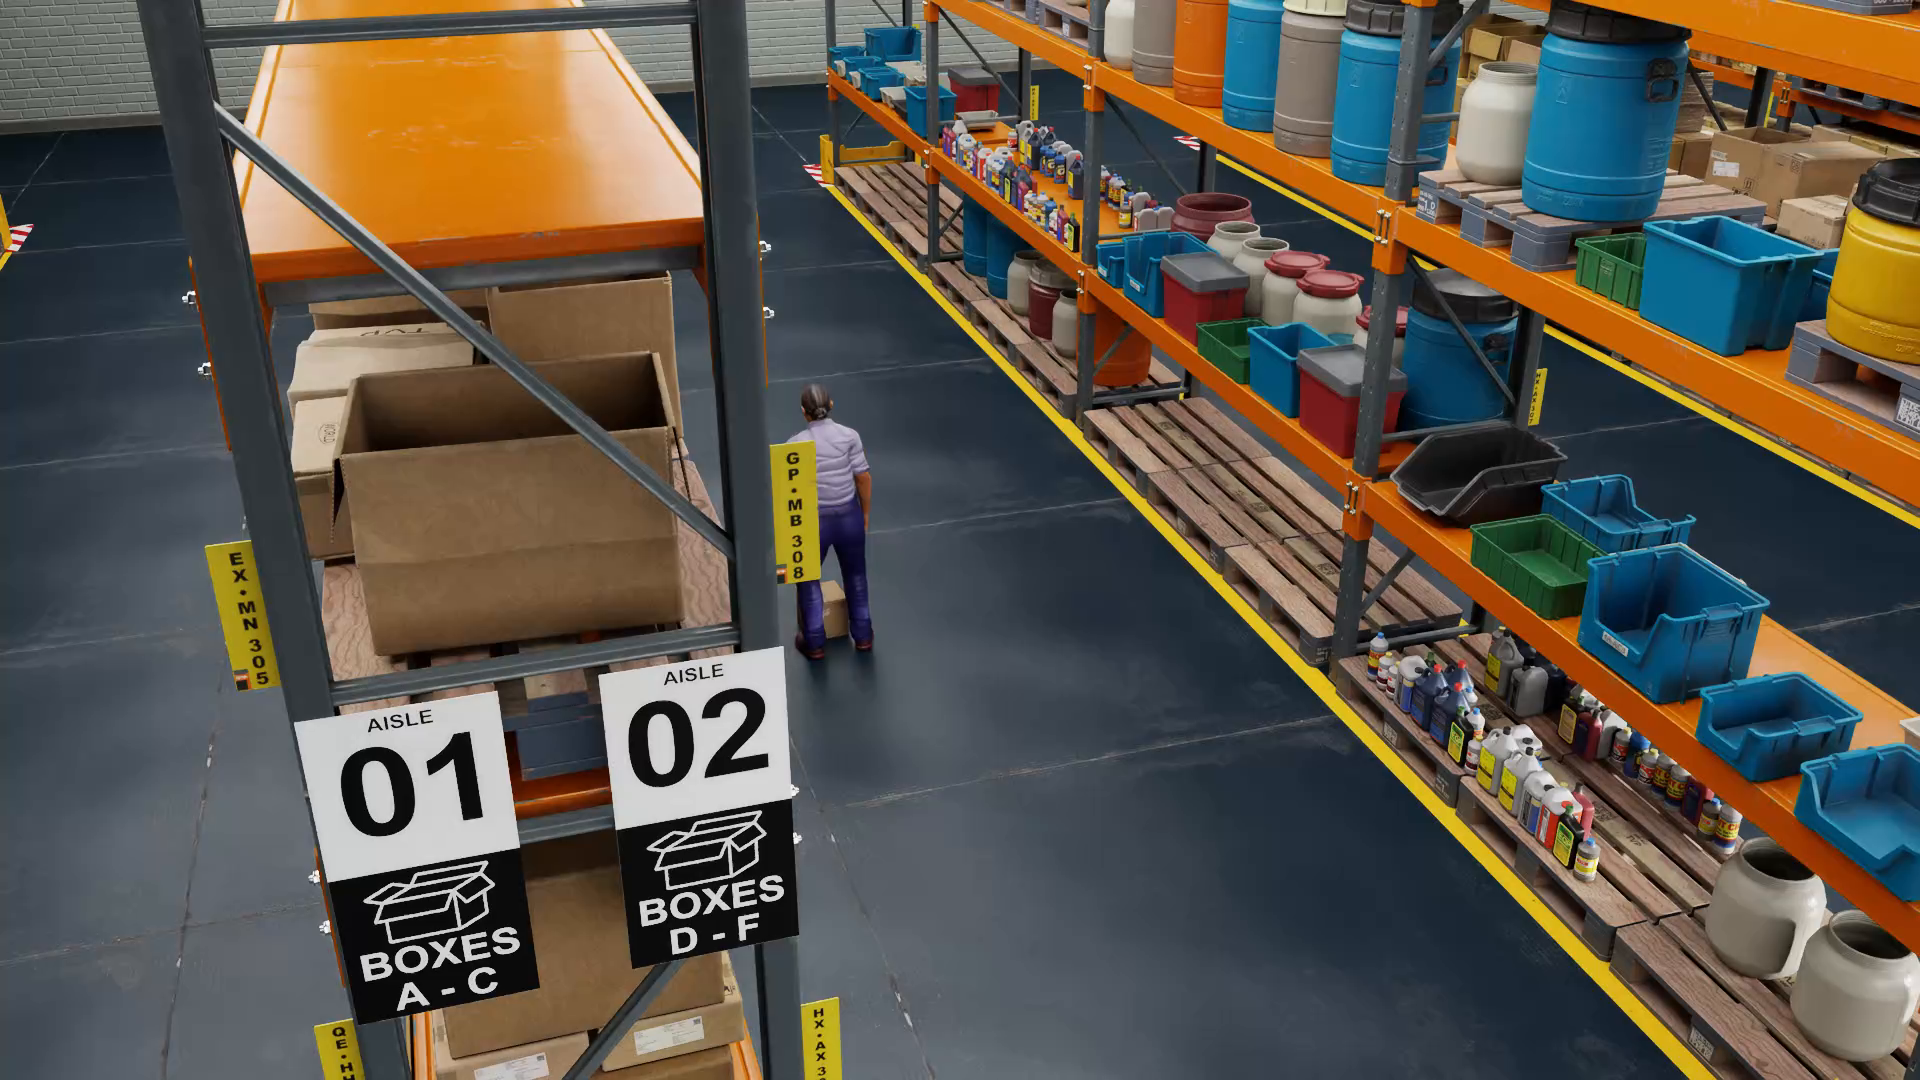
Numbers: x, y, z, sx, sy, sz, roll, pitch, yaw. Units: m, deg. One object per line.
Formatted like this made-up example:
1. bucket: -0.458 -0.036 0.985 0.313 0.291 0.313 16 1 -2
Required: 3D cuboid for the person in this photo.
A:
1. person: -0.755 -0.097 9.553 0.547 1.651 0.367 -9 28 -17
